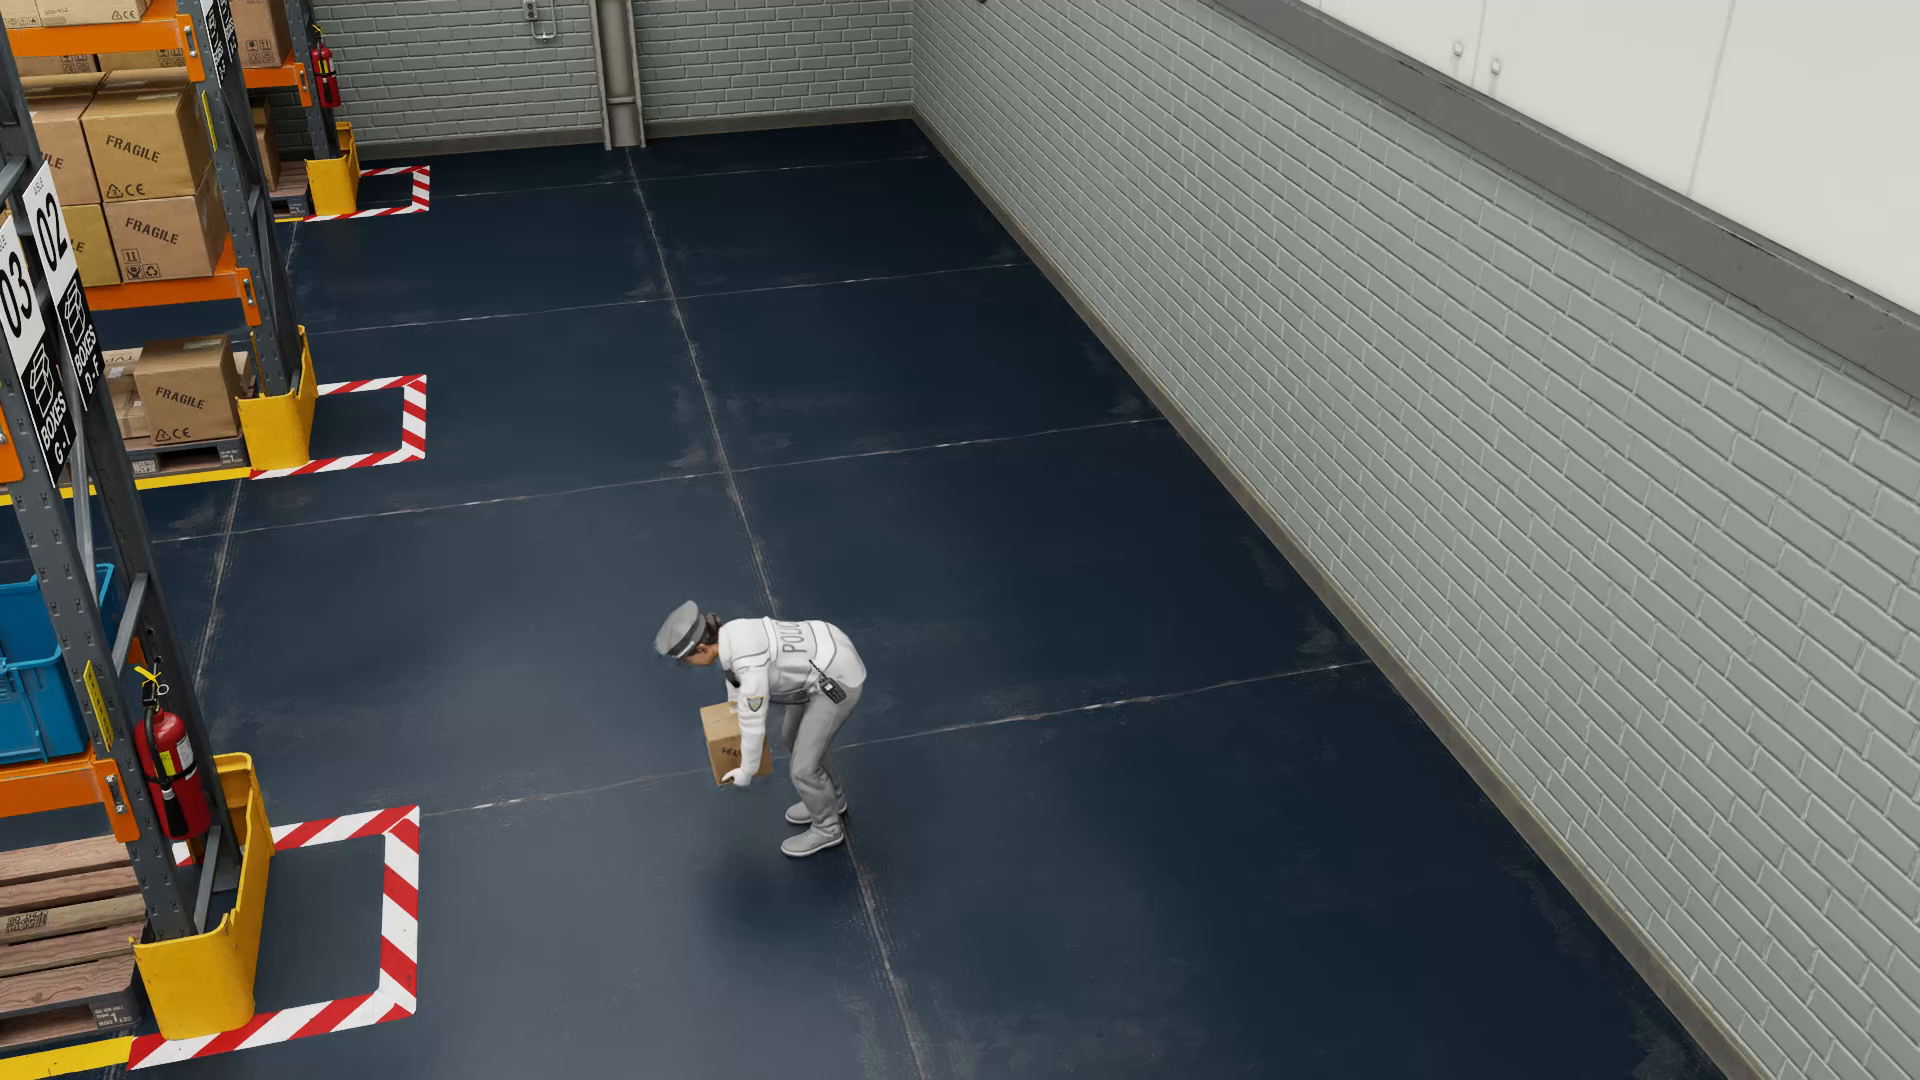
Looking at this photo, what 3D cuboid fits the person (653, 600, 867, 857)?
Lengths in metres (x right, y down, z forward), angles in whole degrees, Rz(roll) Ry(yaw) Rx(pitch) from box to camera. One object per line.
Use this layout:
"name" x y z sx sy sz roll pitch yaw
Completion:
"person" -0.844 0.802 7.227 0.885 1.306 0.407 -9 32 -14
